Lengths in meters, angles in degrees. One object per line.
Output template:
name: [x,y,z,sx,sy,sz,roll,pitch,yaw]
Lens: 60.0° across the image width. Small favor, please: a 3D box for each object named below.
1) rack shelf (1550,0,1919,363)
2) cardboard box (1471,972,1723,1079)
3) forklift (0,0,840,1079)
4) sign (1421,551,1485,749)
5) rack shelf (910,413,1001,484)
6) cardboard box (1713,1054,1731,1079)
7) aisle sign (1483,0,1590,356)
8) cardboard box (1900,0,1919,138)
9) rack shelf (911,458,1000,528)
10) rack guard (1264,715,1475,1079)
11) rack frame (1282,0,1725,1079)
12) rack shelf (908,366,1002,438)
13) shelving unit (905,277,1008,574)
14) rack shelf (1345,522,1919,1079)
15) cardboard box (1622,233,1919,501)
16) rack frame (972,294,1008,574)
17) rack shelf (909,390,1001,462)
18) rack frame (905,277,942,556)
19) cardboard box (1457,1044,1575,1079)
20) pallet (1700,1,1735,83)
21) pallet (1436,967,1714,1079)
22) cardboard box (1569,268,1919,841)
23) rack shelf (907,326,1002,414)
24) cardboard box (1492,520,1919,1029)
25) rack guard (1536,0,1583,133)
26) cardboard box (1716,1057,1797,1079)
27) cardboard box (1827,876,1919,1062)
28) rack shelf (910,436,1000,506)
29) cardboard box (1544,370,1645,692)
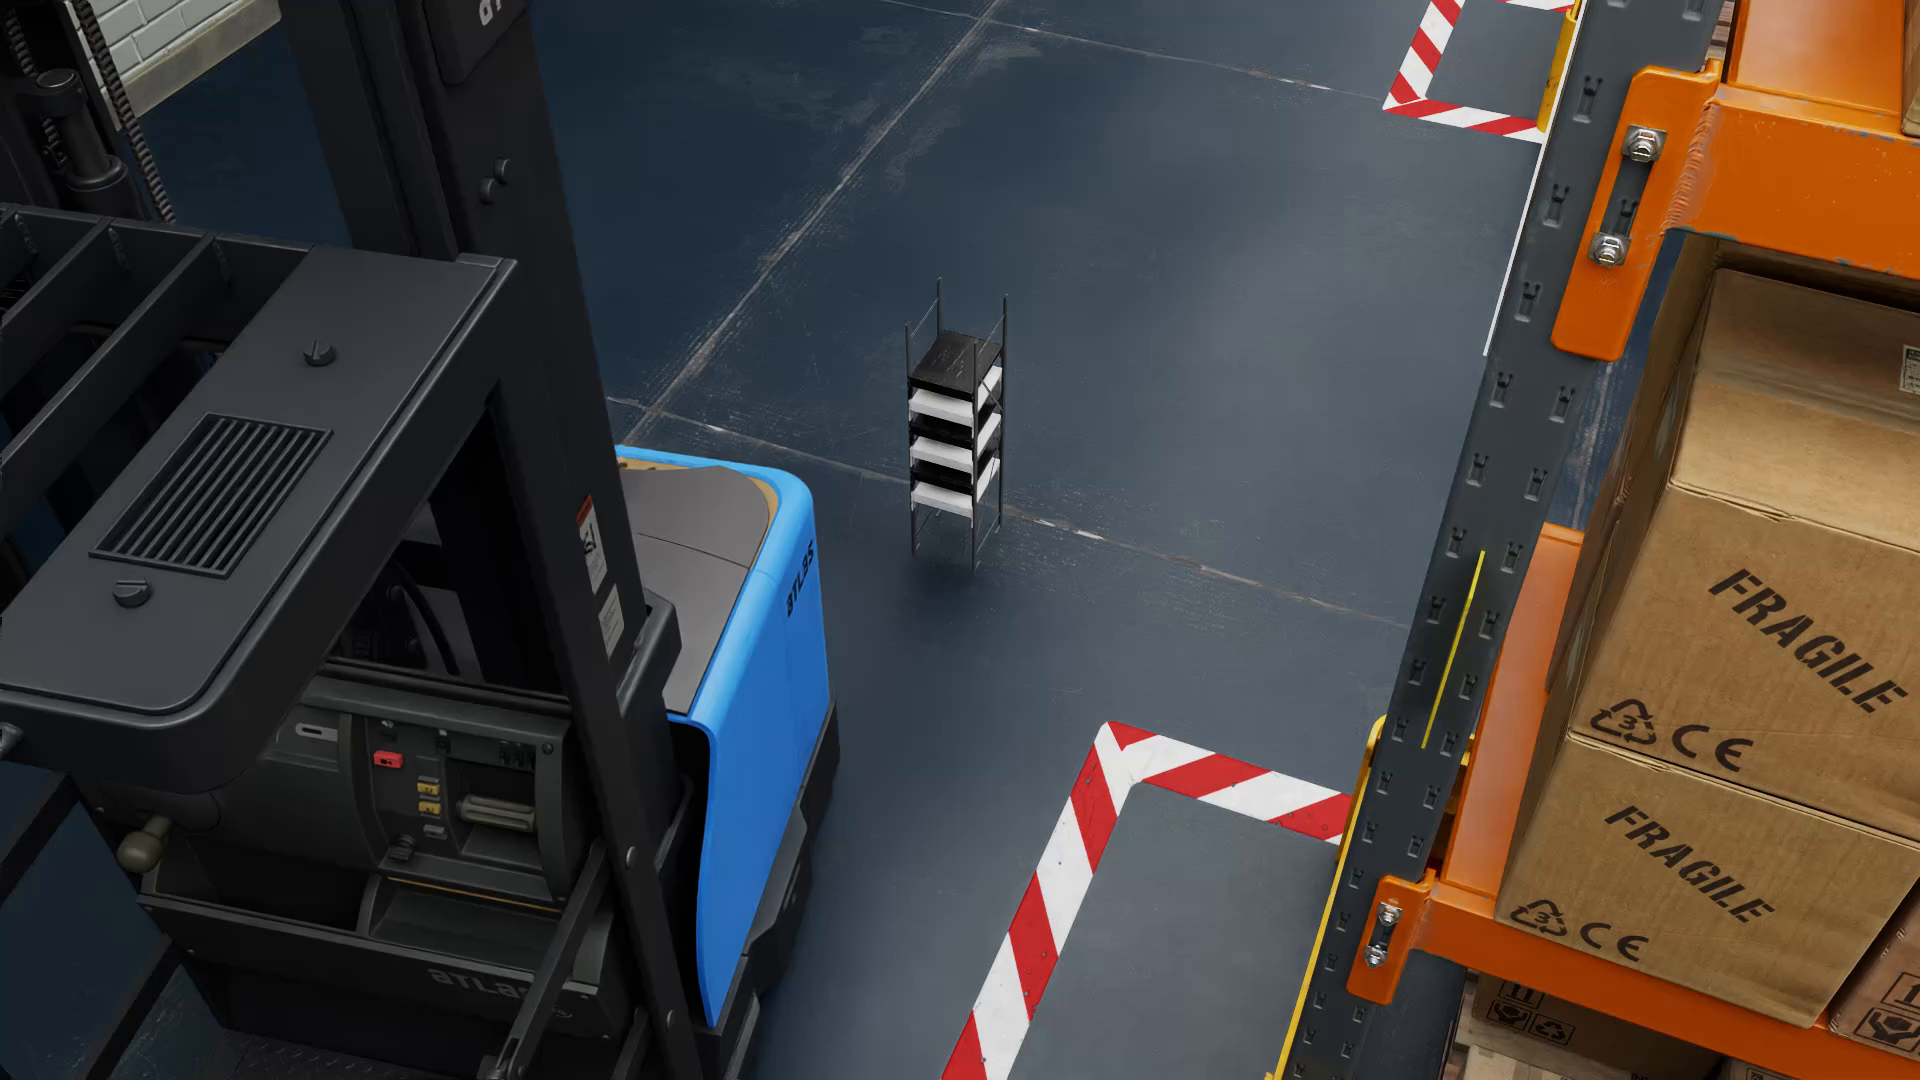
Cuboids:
rack shelf: [2.750,-0.153,1.661,4.000,0.370,1.077,16,47,16]
cardboard box: [1.501,0.830,3.750,0.500,0.500,0.500,16,47,16]
forklift: [-1.144,0.508,2.662,1.130,2.935,3.031,9,46,9]
sign: [0.696,0.159,2.350,0.005,0.325,0.100,16,47,16]
rack shelf: [-0.007,-0.298,4.958,0.200,0.077,0.258,16,47,16]
cardboard box: [1.840,1.116,3.698,0.250,0.166,0.380,16,47,16]
aisle sign: [0.729,-0.637,1.920,0.004,0.787,0.394,16,47,16]
cardboard box: [1.281,-0.593,1.699,0.500,0.250,0.500,16,47,16]
rack shelf: [-0.007,-0.170,5.085,0.200,0.077,0.258,16,47,16]
rack guard: [0.975,1.019,3.872,0.348,0.500,1.175,16,47,16]
rack frame: [0.905,0.112,3.011,0.127,3.000,1.000,16,47,16]
rack shelf: [-0.007,-0.425,4.831,0.200,0.077,0.258,16,47,16]
shelving unit: [-0.007,-0.321,4.935,0.210,0.900,0.258,16,47,16]
rack shelf: [2.750,0.910,2.719,4.000,0.370,1.077,16,47,16]
cardboard box: [1.421,-0.336,2.681,0.500,0.500,0.500,16,47,15]
rack frame: [0.086,-0.294,4.907,0.006,0.900,0.240,16,47,16]
rack shelf: [-0.007,-0.361,4.895,0.200,0.077,0.258,16,47,16]
rack frame: [-0.101,-0.349,4.963,0.006,0.900,0.240,16,47,16]
cardboard box: [1.159,1.304,3.522,0.250,0.149,0.380,16,47,16]
pallet: [3.561,-1.874,6.983,1.213,0.211,1.003,16,47,16]
pallet: [1.711,1.337,3.757,1.213,0.211,1.003,16,47,16]
cardboard box: [1.213,0.014,2.329,0.500,0.500,0.500,18,48,17]
rack shelf: [-0.007,-0.489,4.768,0.200,0.077,0.258,16,47,16]
cardboard box: [1.213,0.369,2.682,0.500,0.500,0.500,17,47,17]
rack guard: [2.788,-2.223,7.130,0.348,0.500,1.175,16,47,16]
cardboard box: [1.759,1.399,3.355,0.500,0.250,0.500,16,47,16]
cardboard box: [1.691,0.505,2.544,0.500,0.500,0.500,16,47,15]
rack shelf: [-0.007,-0.234,5.022,0.200,0.077,0.258,16,47,16]
cardboard box: [1.423,0.021,3.031,0.500,0.500,0.500,18,48,17]
